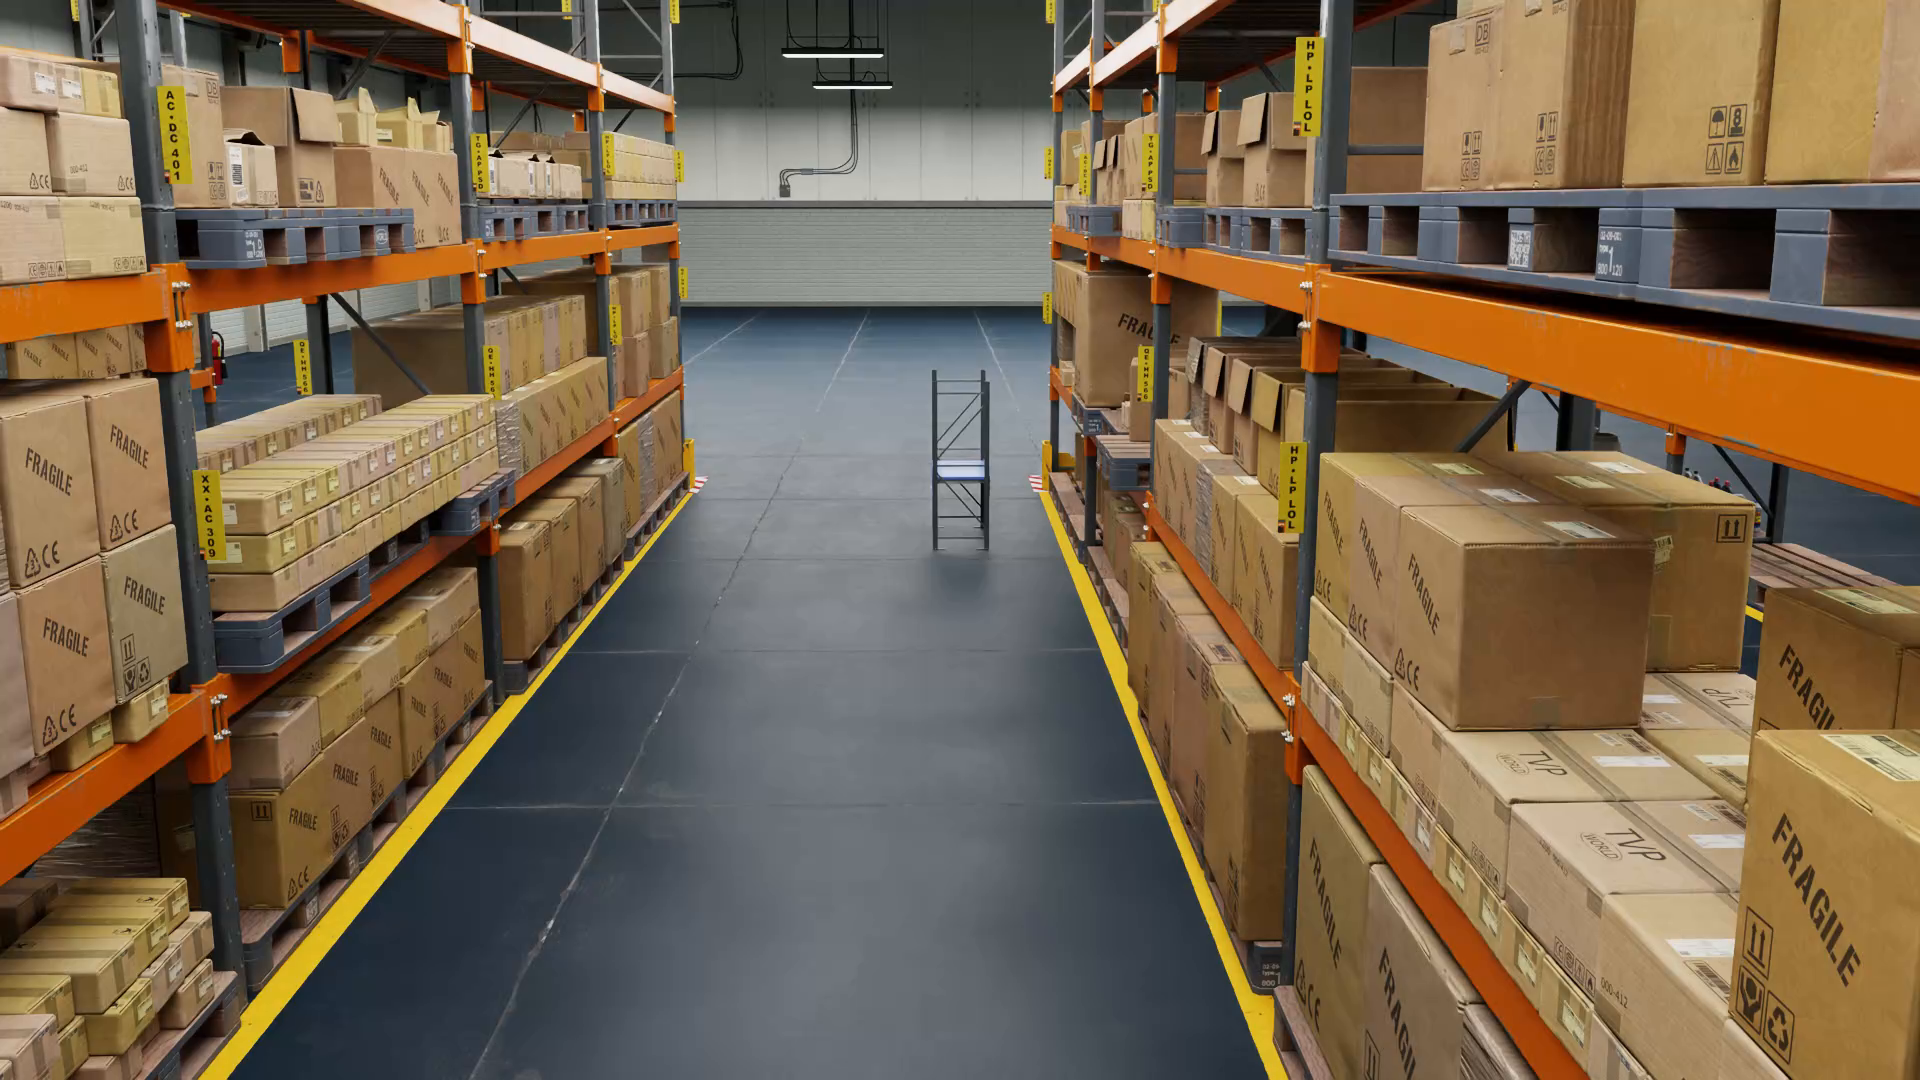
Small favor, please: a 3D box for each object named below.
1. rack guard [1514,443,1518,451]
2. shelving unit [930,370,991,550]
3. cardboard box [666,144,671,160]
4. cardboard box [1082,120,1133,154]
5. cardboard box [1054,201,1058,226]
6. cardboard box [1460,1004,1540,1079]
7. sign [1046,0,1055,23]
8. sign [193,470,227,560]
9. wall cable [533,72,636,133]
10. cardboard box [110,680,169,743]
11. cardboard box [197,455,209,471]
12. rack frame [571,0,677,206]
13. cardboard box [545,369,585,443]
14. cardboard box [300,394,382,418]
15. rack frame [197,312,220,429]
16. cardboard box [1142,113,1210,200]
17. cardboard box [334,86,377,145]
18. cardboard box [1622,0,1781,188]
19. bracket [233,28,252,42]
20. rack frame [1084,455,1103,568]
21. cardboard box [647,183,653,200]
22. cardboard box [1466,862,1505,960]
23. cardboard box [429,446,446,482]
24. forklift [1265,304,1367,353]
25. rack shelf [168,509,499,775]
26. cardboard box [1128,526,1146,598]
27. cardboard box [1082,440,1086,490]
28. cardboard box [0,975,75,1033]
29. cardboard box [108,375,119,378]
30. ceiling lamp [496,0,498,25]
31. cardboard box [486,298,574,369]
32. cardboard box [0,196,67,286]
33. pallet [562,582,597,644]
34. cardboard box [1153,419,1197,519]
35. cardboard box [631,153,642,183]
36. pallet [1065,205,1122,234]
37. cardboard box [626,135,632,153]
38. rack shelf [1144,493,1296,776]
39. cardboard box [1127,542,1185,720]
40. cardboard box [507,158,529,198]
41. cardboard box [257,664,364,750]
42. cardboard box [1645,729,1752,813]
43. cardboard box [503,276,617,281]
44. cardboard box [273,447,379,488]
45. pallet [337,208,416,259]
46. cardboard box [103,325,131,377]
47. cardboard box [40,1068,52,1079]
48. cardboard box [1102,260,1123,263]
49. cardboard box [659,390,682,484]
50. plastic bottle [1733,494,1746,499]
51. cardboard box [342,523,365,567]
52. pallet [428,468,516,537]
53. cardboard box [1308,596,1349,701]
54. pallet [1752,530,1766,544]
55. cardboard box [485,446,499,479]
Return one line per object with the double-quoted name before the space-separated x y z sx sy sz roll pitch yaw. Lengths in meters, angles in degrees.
"rack guard" 6.478 -0.826 18.065 1.175 0.500 0.348 0 11 -1
"shelving unit" -0.002 -0.752 15.184 0.538 1.500 1.048 0 11 -1
"cardboard box" -3.134 -3.923 16.816 0.380 0.149 0.250 0 11 -1
"cardboard box" 1.296 -3.249 13.918 0.500 0.500 0.500 -1 11 -3
"cardboard box" 1.229 -3.345 17.029 0.500 0.250 0.500 0 11 1
"cardboard box" 1.696 1.662 3.799 0.875 0.875 0.875 0 11 -1
"sign" 0.935 -5.480 17.081 0.100 0.325 0.005 0 11 -1
"sign" -2.693 -0.088 5.962 0.100 0.325 0.005 0 11 -1
"wall cable" -10.934 -12.301 48.357 3.097 2.526 0.112 0 11 -1
"cardboard box" -2.882 0.570 5.530 0.380 0.149 0.250 -1 11 -3
"cardboard box" -3.455 -0.270 7.117 0.380 0.149 0.250 0 11 -1
"rack frame" -3.484 -4.986 17.191 1.000 3.000 0.127 0 11 -1
"cardboard box" -3.102 -0.996 12.362 0.500 0.500 0.500 0 11 -1
"cardboard box" -3.502 -0.736 9.412 0.380 0.149 0.250 0 11 -1
"rack frame" -8.431 -2.005 17.589 1.000 3.000 0.127 0 11 -1
"cardboard box" 1.383 -2.313 10.055 0.500 0.500 0.500 0 11 0
"cardboard box" -3.003 -2.014 7.914 0.396 0.266 0.258 0 11 -1
"cardboard box" 1.793 -0.957 3.320 0.700 0.500 0.500 -1 12 -5
"bracket" -14.288 -10.043 33.067 0.235 0.232 0.430 0 11 -1
"rack frame" 1.560 -1.251 13.870 1.000 3.000 0.127 0 11 -1
"cardboard box" -3.107 -3.279 15.650 0.380 0.149 0.250 0 11 0
"cardboard box" 1.440 0.885 3.977 0.380 0.149 0.250 0 11 0
"cardboard box" -2.830 -0.383 8.420 0.380 0.149 0.250 0 11 -2
"forklift" 3.504 -1.384 14.702 3.031 2.935 1.130 10 15 41
"rack shelf" -3.277 0.295 8.061 1.077 0.370 4.000 0 11 -1
"cardboard box" 1.566 0.198 11.910 0.700 0.500 0.500 1 11 4
"cardboard box" 1.520 -0.784 16.799 0.500 0.500 0.500 3 12 14
"cardboard box" -2.984 1.461 5.120 0.380 0.149 0.250 0 11 1
"cardboard box" -8.084 -1.455 15.509 0.380 0.149 0.250 0 11 -1
"ceiling lamp" -9.883 -11.047 32.386 2.000 3.185 0.800 0 11 -1
"cardboard box" -3.372 -1.588 12.769 0.700 0.500 0.500 0 11 -2
"cardboard box" -2.957 -0.861 4.782 0.500 0.250 0.500 0 11 -1
"pallet" -3.282 0.512 12.193 1.003 0.211 1.213 0 11 -1
"cardboard box" 1.381 -0.407 9.459 0.500 0.500 0.500 0 11 1
"cardboard box" -3.154 -3.346 14.977 0.500 0.250 0.500 0 11 -2
"pallet" 1.466 -2.505 12.983 1.213 0.211 1.003 0 11 -1
"cardboard box" -3.086 -3.468 14.575 0.380 0.149 0.250 0 11 -2
"rack shelf" 1.684 0.295 8.063 1.077 0.370 4.000 0 11 -1
"cardboard box" 1.636 0.517 9.444 1.225 0.875 0.875 -1 11 -4
"cardboard box" -3.124 -2.351 10.819 0.500 0.250 0.500 0 11 0
"cardboard box" -3.000 0.738 7.413 0.500 0.250 0.500 0 11 0
"cardboard box" 2.028 0.659 4.086 0.500 0.250 0.500 0 11 -2
"cardboard box" -3.502 -2.035 14.645 0.875 0.550 0.550 0 11 -1
"cardboard box" -2.807 -0.321 7.369 0.380 0.149 0.250 0 11 -2
"pallet" -3.167 -1.367 7.374 1.213 0.211 1.003 0 11 -1
"cardboard box" -8.140 -1.793 15.545 0.500 0.500 0.500 0 11 0
"cardboard box" -2.938 1.655 4.916 0.380 0.149 0.250 0 11 0
"cardboard box" 1.736 -2.622 17.116 0.500 0.500 0.500 0 11 -1
"cardboard box" -3.404 -1.075 17.294 0.875 0.875 0.875 0 11 -1
"plastic bottle" 6.909 -0.281 14.835 0.152 0.276 0.135 0 11 1
"cardboard box" -2.801 0.022 7.171 0.380 0.149 0.250 0 11 -1
"pallet" -3.197 -0.220 9.272 1.213 0.211 1.003 0 11 -1
"cardboard box" 1.473 0.362 5.551 0.500 0.250 0.500 0 11 -2
"pallet" 6.540 -0.038 14.906 1.003 0.211 1.213 0 11 -1
"cardboard box" -2.849 -0.442 9.458 0.380 0.149 0.250 0 11 0
